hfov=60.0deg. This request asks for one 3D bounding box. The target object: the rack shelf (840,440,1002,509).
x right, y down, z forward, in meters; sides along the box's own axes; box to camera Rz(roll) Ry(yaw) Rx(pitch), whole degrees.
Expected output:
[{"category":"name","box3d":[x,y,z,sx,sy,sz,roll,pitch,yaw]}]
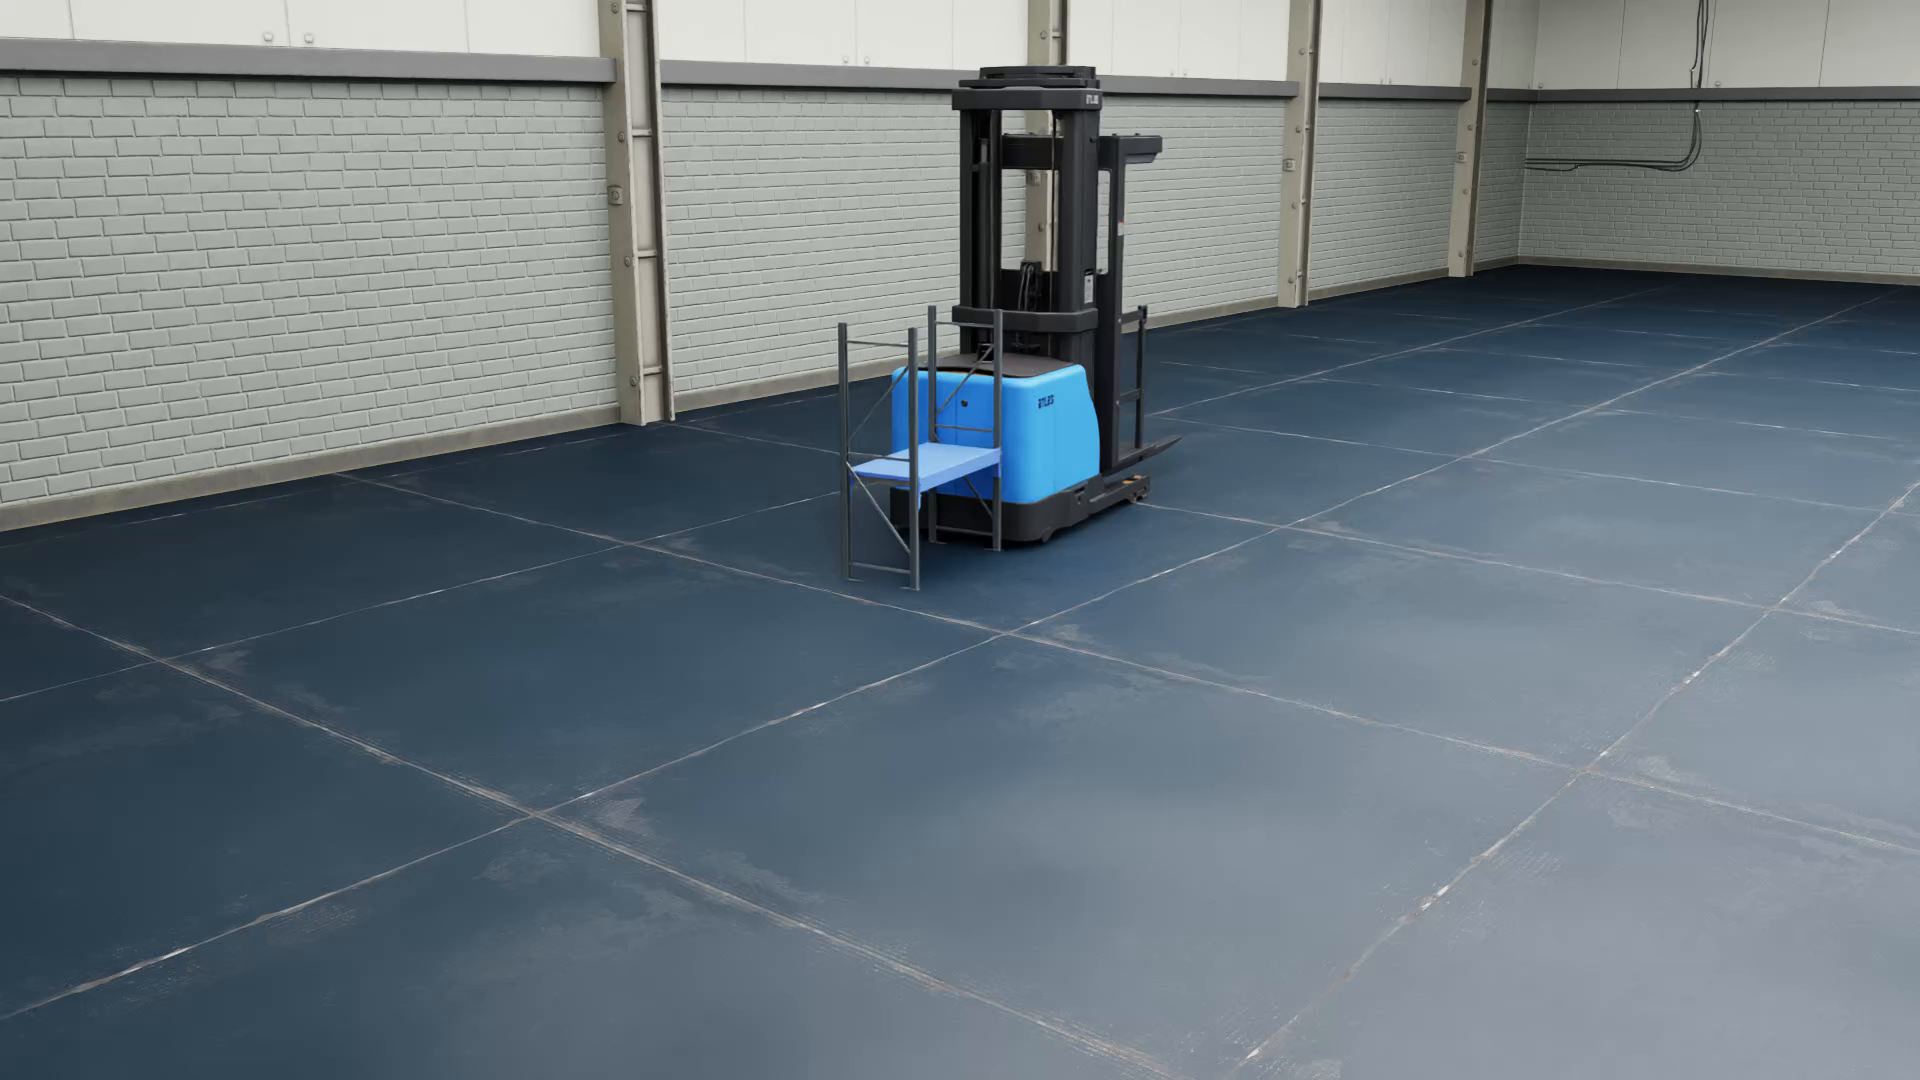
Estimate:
[{"category":"rack shelf","box3d":[-0.215,-0.400,9.880,0.538,0.185,1.000,8,16,28]}]

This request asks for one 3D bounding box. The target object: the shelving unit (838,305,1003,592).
[{"category":"shelving unit","box3d":[-0.215,-0.574,9.836,0.538,1.500,1.048,8,16,28]}]

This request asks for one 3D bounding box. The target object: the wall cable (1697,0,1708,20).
[{"category":"wall cable","box3d":[13.512,-9.754,26.792,3.097,2.526,0.112,11,18,38]}]

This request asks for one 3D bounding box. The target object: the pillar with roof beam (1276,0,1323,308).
[{"category":"pillar with roof beam","box3d":[8.105,-7.055,20.118,9.100,9.000,0.400,11,18,38]}]

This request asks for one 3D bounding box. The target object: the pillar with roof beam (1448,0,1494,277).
[{"category":"pillar with roof beam","box3d":[11.876,-8.204,24.642,9.100,9.000,0.400,11,18,38]}]

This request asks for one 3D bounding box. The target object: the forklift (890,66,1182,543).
[{"category":"forklift","box3d":[0.699,-1.721,11.444,1.130,2.935,3.031,8,16,28]}]

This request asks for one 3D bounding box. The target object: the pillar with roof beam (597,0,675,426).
[{"category":"pillar with roof beam","box3d":[0.563,-4.757,11.072,9.100,9.000,0.400,11,18,38]}]

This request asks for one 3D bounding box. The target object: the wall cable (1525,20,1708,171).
[{"category":"wall cable","box3d":[11.408,-7.725,29.062,3.097,2.526,0.112,11,18,38]}]

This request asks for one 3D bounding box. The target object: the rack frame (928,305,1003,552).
[{"category":"rack frame","box3d":[0.030,-0.684,10.268,0.500,1.500,0.032,8,16,28]}]

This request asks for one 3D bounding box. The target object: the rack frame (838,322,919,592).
[{"category":"rack frame","box3d":[-0.459,-0.464,9.404,0.500,1.500,0.032,8,16,28]}]

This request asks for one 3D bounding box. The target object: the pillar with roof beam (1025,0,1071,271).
[{"category":"pillar with roof beam","box3d":[4.334,-5.906,15.595,9.100,9.000,0.400,11,18,38]}]
